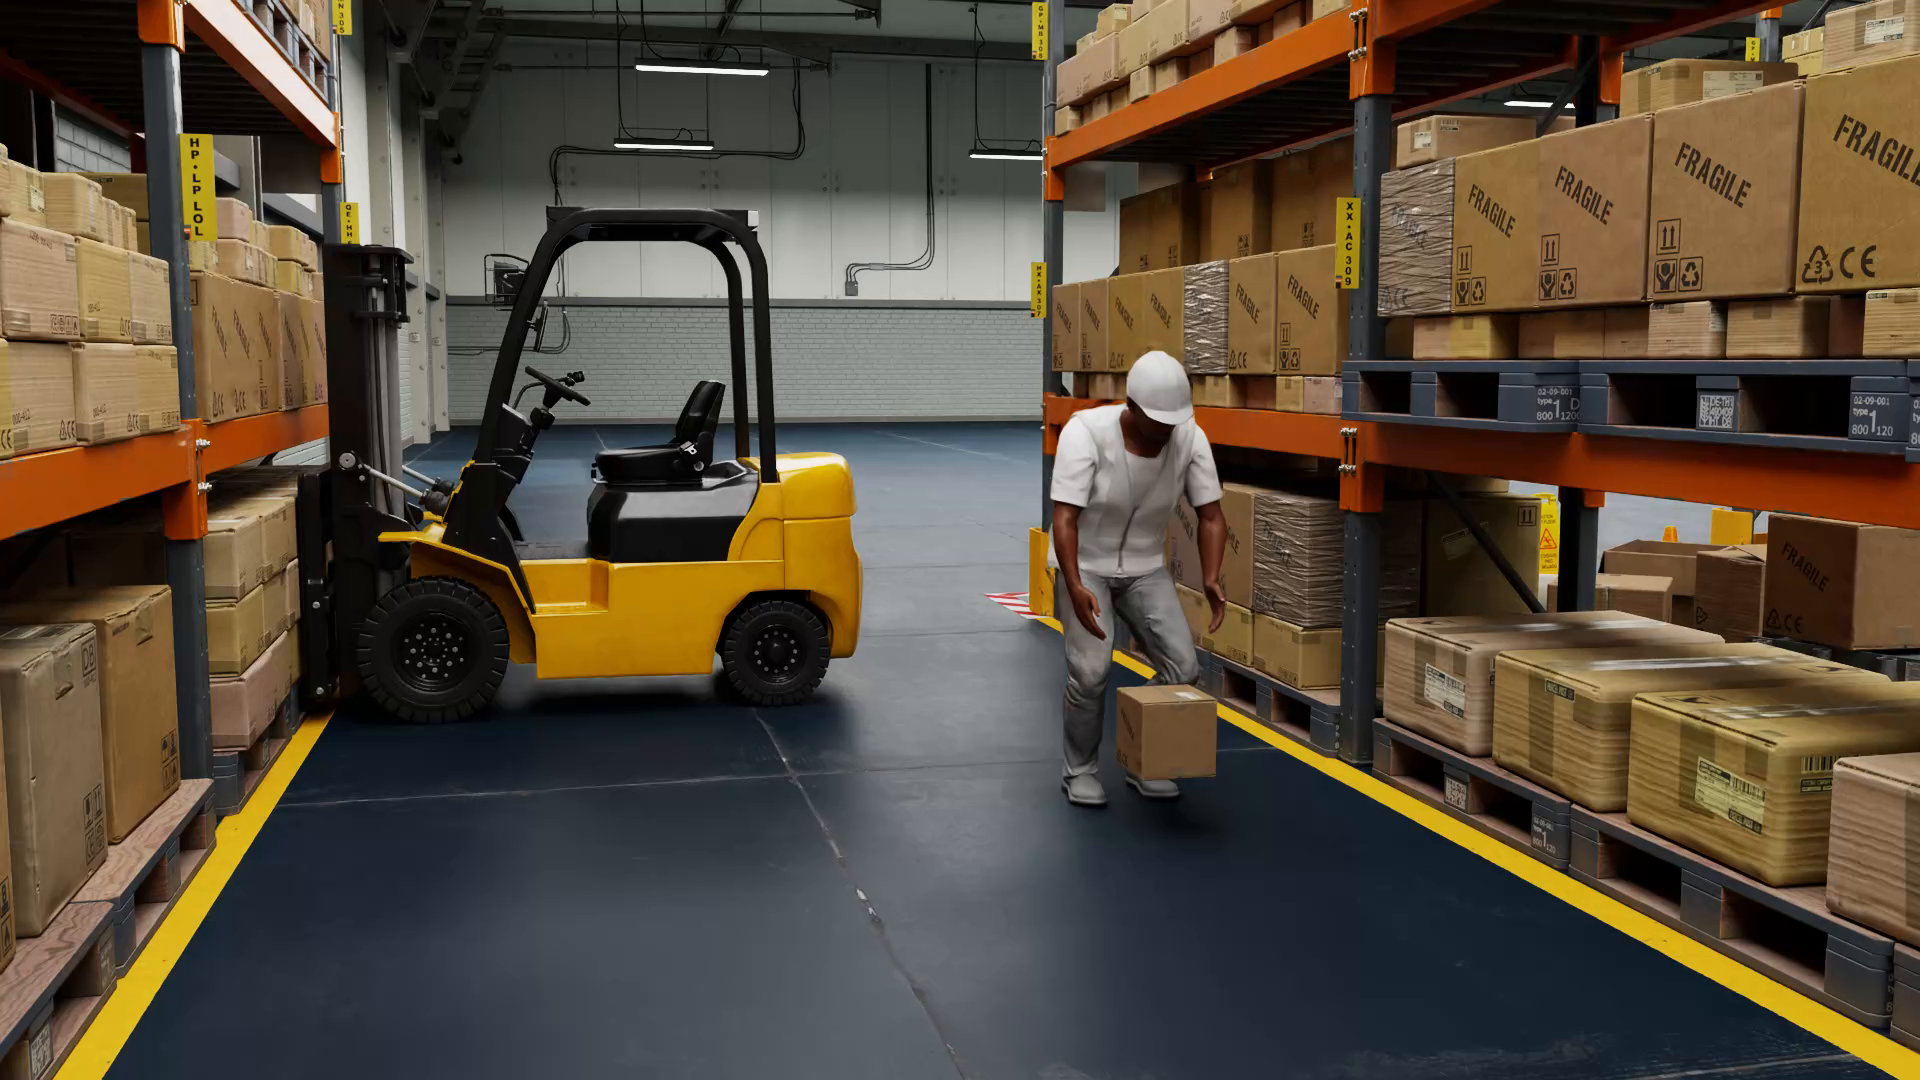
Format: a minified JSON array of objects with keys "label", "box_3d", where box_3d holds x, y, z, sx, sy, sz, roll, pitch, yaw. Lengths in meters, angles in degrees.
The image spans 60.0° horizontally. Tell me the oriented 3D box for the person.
[{"label":"person","box_3d":[0.597,0.127,5.715,0.625,1.543,0.666,-1,6,-14]}]
